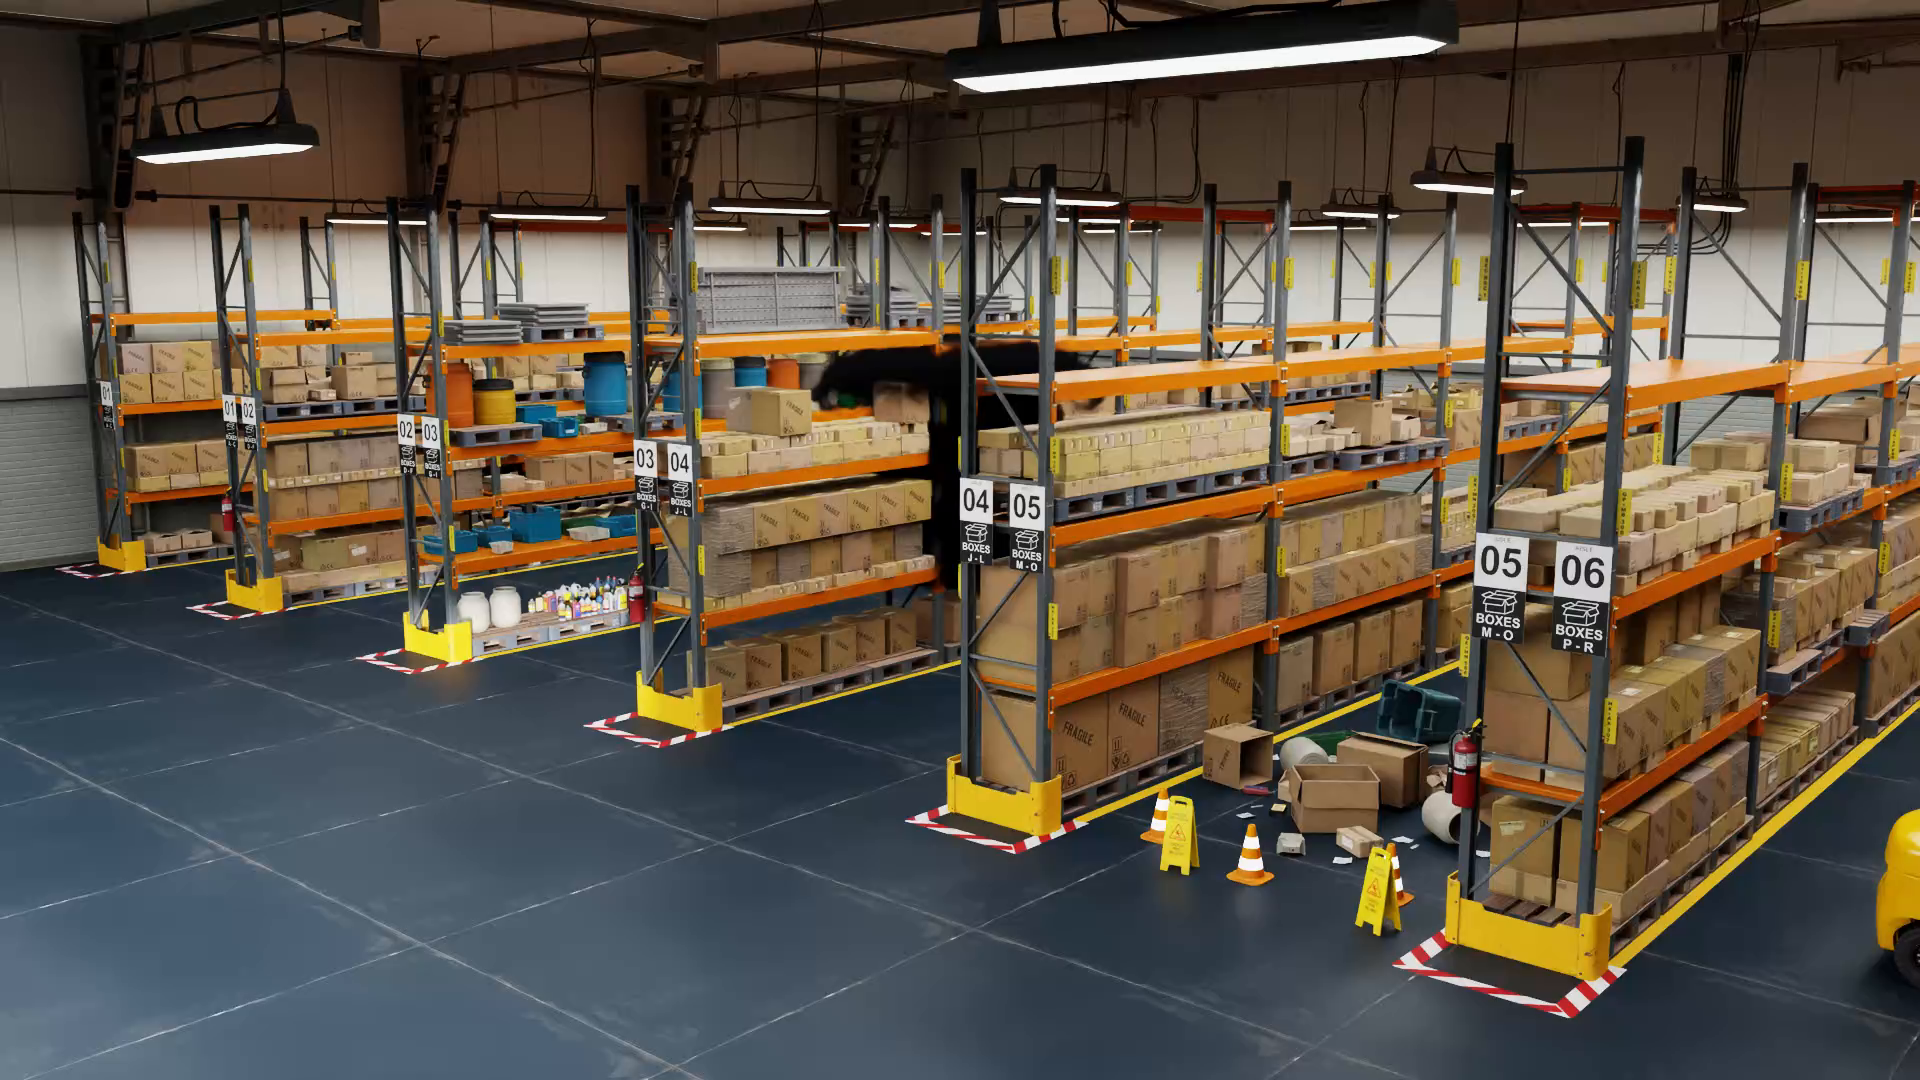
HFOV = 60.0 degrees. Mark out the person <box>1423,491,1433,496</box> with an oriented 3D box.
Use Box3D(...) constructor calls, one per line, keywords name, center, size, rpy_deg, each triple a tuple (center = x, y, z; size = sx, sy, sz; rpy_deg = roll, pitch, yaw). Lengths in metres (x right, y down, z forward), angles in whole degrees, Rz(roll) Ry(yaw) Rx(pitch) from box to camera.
Box3D(name="person", center=(7.373, 0.060, 25.989), size=(0.901, 1.690, 0.612), rpy_deg=(-8, 13, -42))
